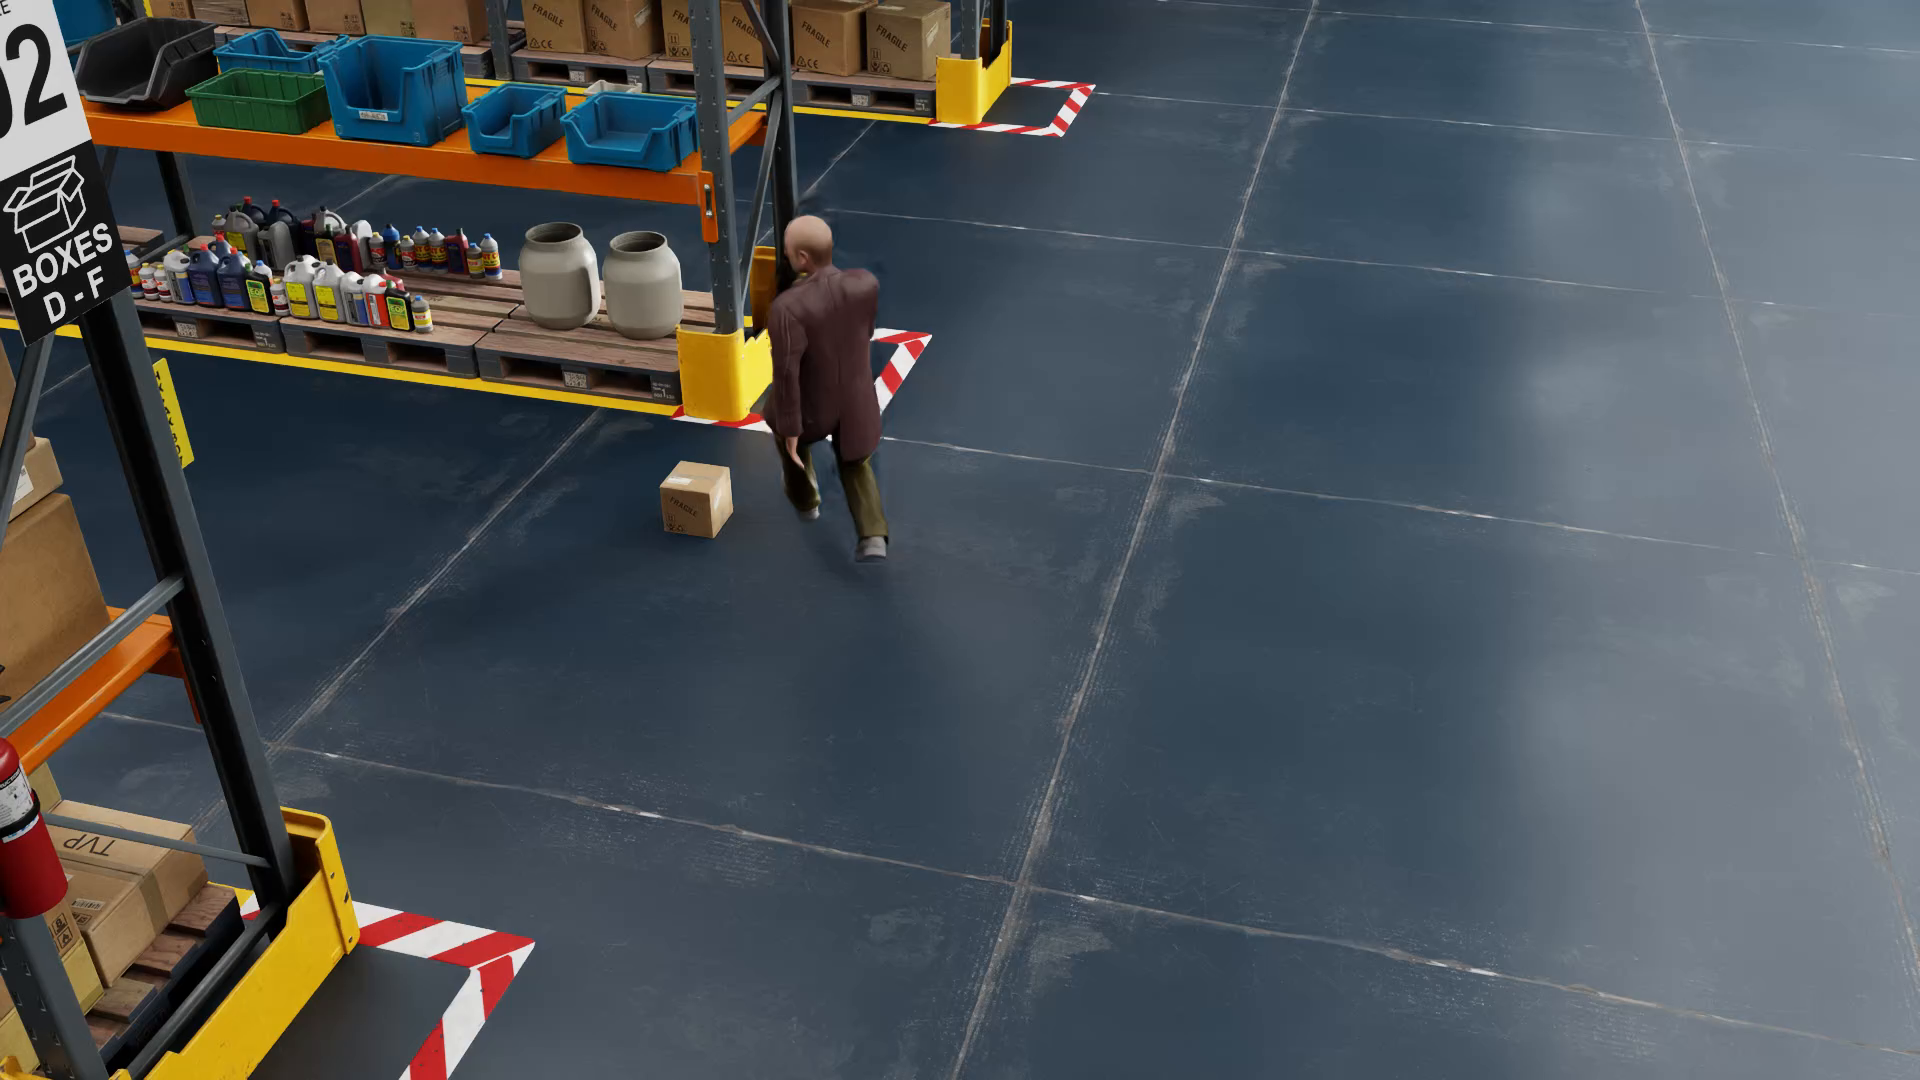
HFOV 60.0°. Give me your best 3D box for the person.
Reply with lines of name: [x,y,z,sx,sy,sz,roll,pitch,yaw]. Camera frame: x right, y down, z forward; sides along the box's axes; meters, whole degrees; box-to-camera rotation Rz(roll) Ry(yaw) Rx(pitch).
person: [-0.627,-0.603,7.361,0.562,1.449,1.118,-13,35,-20]
